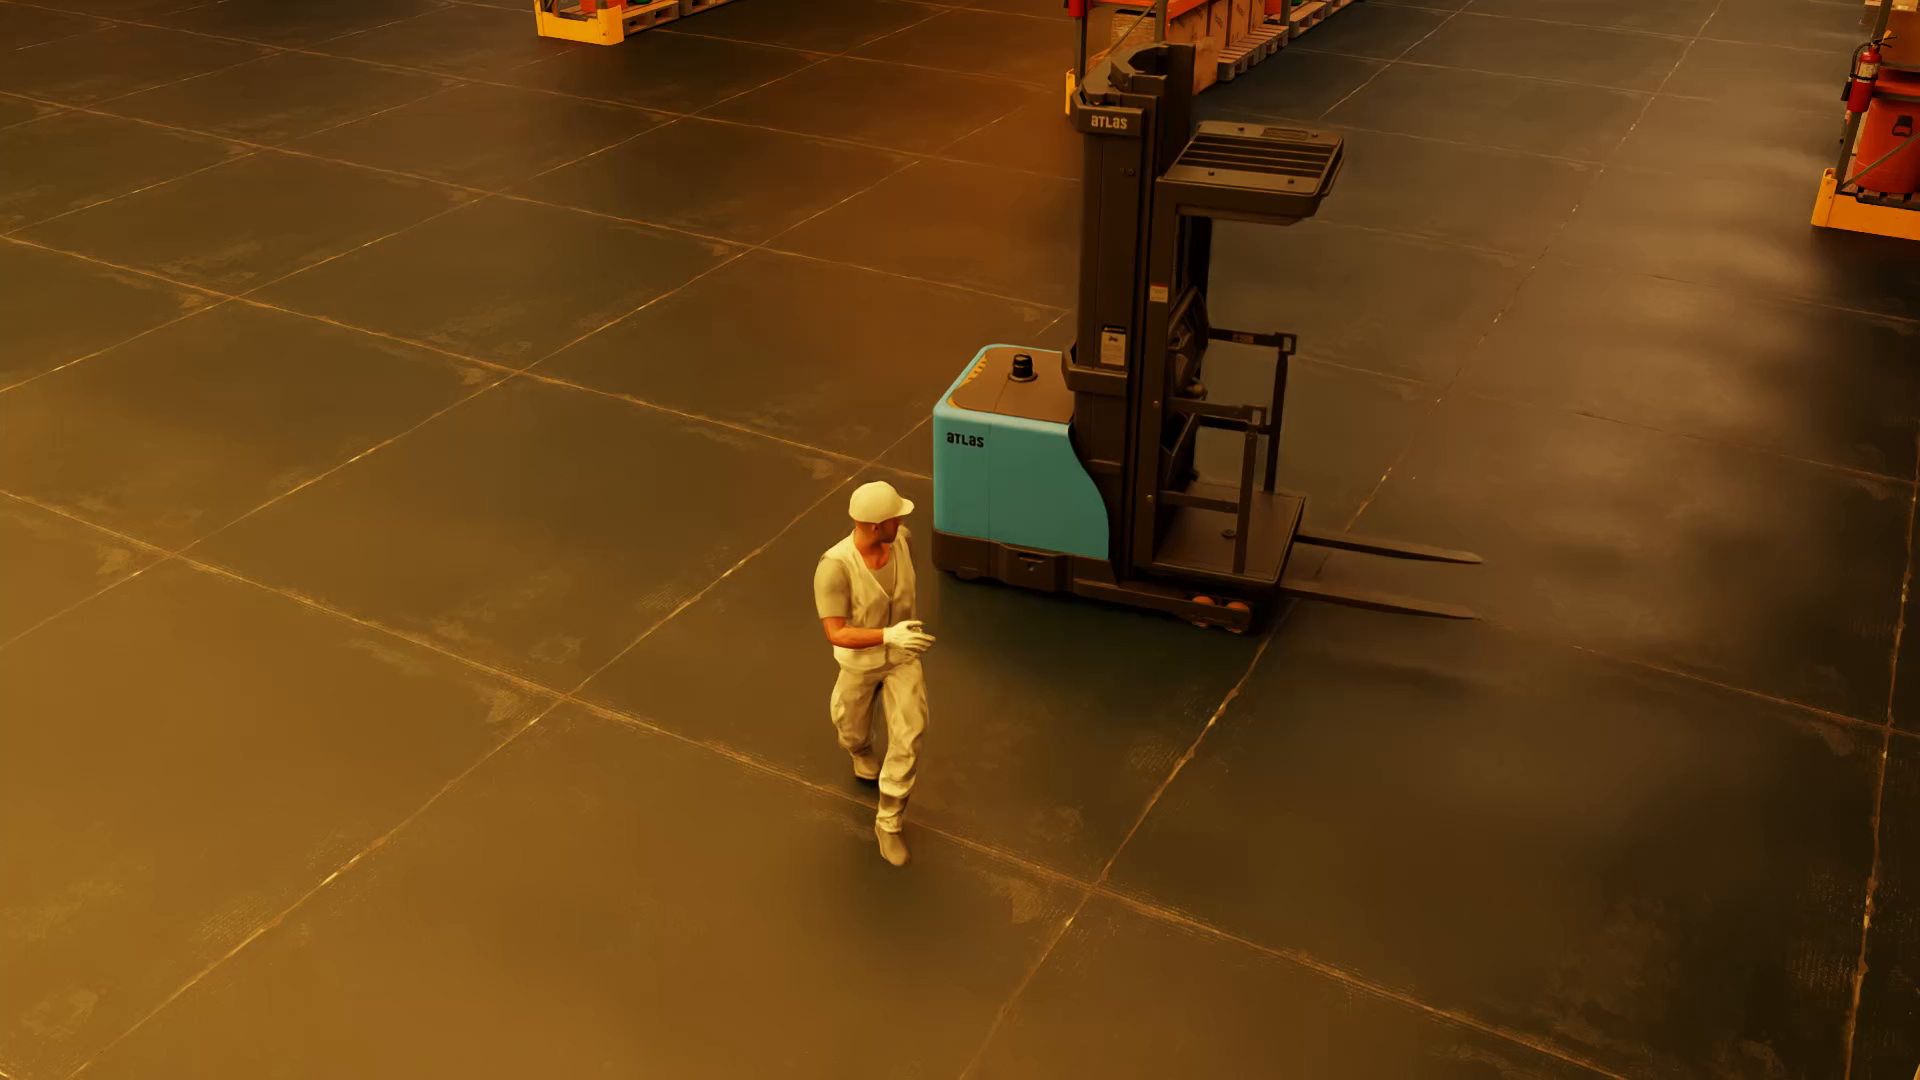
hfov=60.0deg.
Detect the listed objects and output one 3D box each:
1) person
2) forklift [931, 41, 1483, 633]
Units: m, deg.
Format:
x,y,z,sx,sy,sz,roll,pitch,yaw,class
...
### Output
x,y,z,sx,sy,sz,roll,pitch,yaw,class
-0.371,0.519,7.442,0.558,1.711,0.960,-9,31,-14,person
1.410,-1.059,8.905,3.031,2.935,1.130,10,31,16,forklift
